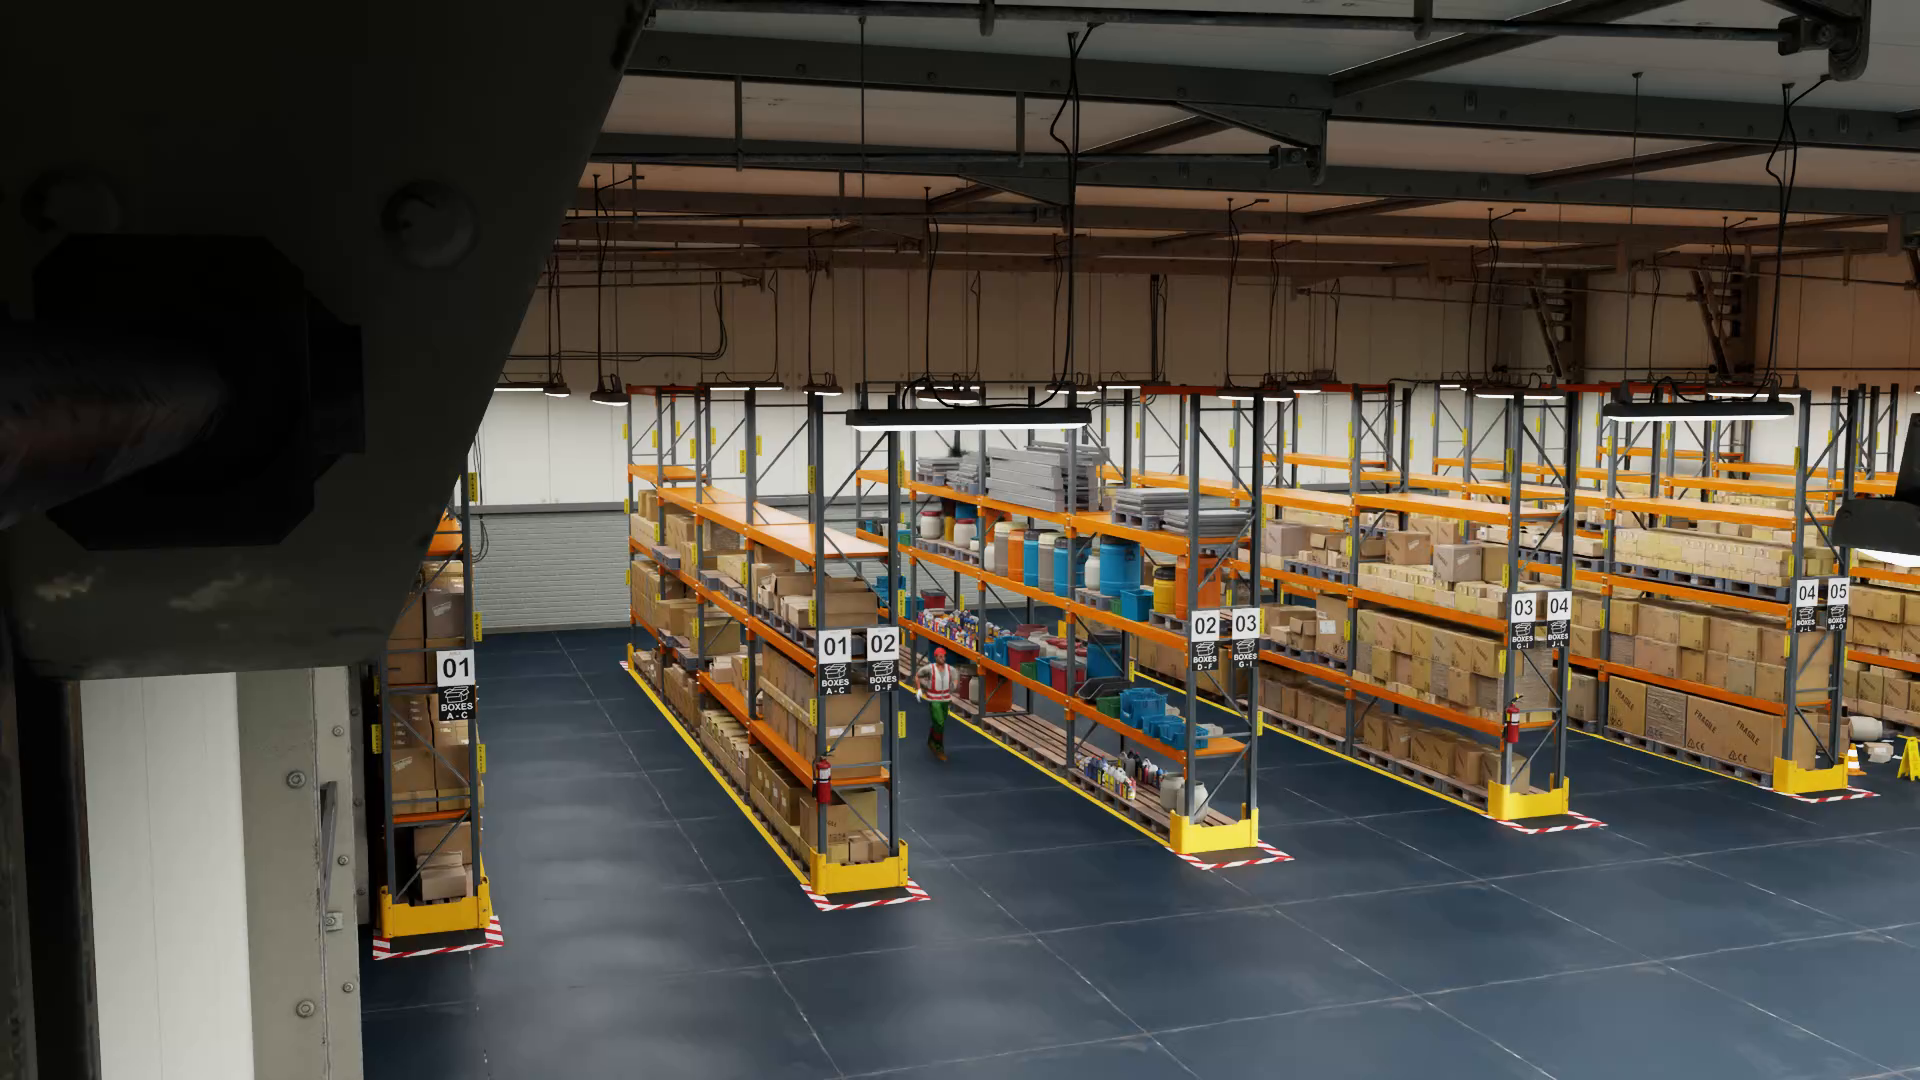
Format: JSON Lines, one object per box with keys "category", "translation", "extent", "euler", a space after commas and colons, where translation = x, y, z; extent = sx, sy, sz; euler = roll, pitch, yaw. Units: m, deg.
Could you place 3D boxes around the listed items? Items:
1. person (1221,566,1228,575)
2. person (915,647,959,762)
{"category": "person", "translation": [6.187, 1.312, 40.764], "extent": [0.521, 1.642, 0.835], "euler": [-5, 8, -39]}
{"category": "person", "translation": [-0.350, 2.649, 27.020], "extent": [0.643, 1.844, 0.875], "euler": [-4, 7, -31]}
